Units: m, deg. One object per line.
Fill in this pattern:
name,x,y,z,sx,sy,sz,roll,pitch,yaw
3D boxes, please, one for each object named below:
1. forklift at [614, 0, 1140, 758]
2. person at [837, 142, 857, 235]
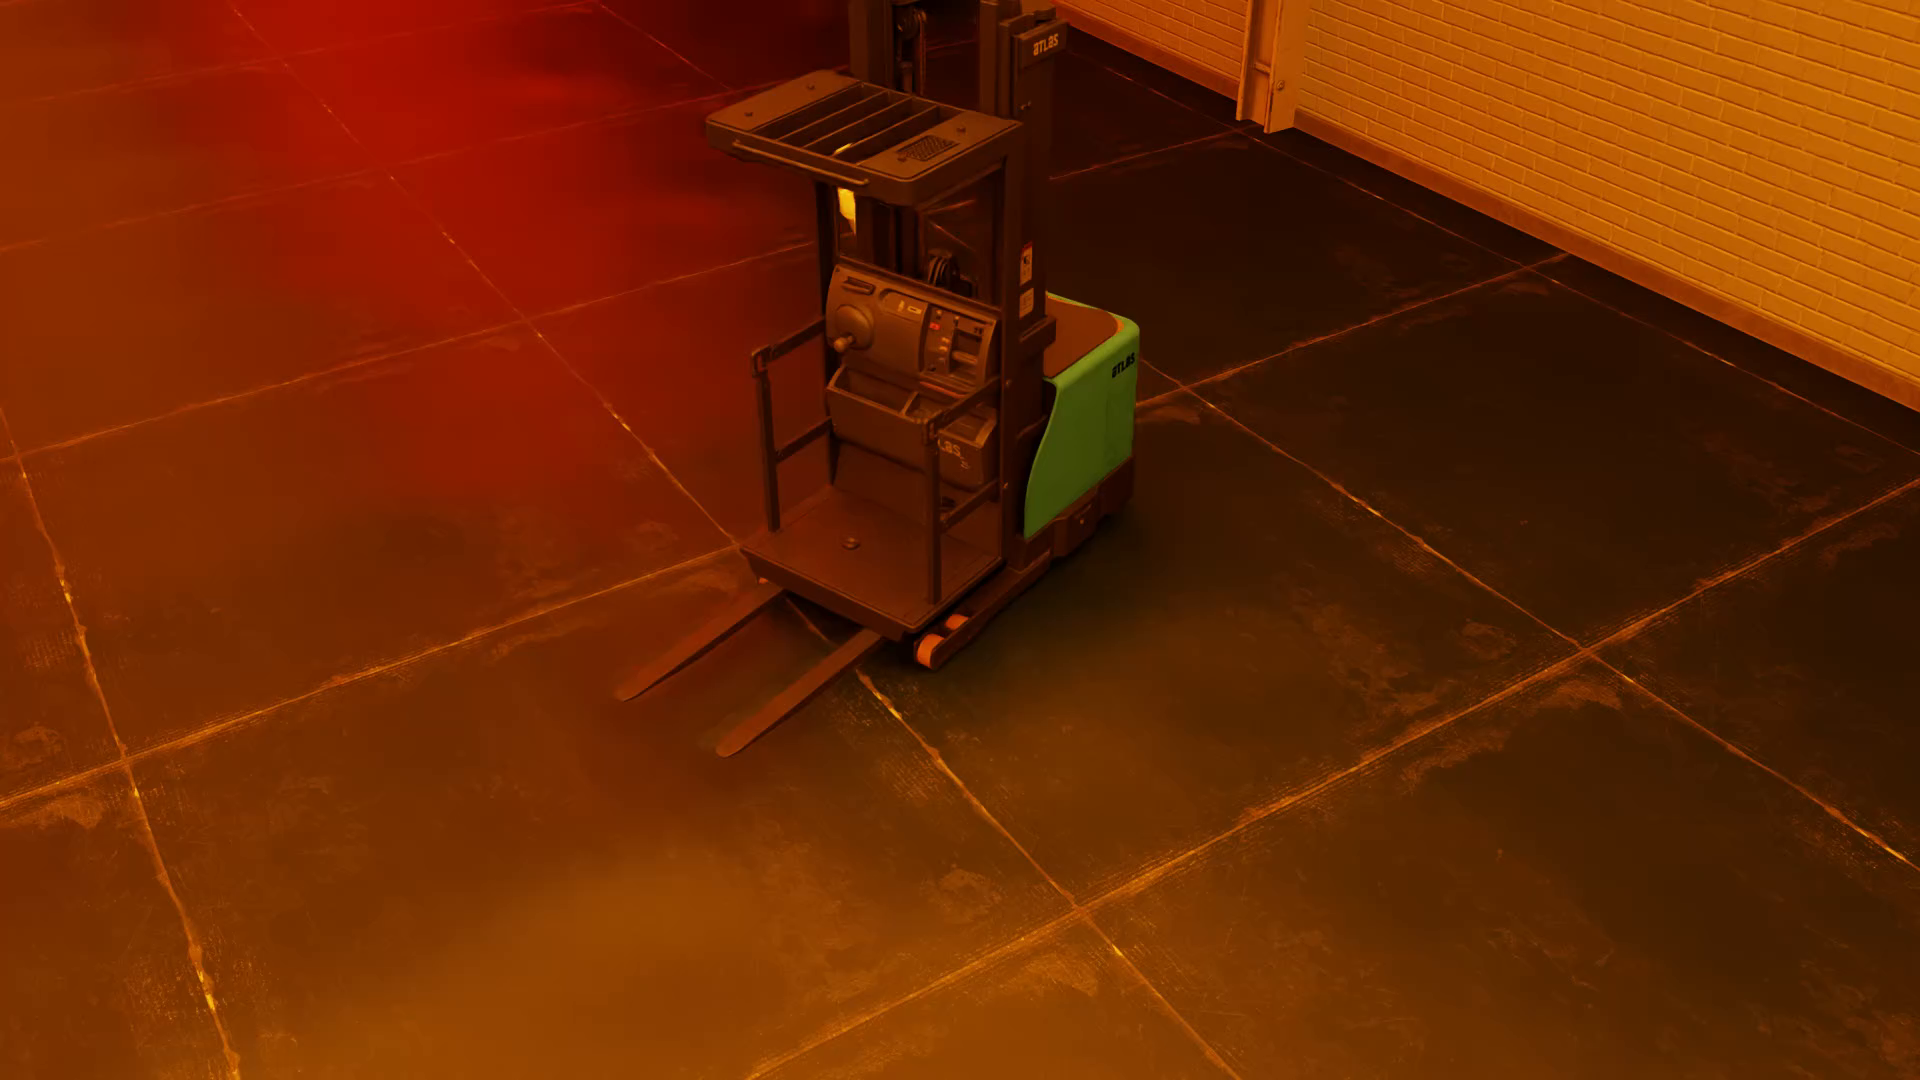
forklift,-0.357,-0.911,7.444,1.130,2.935,3.031,23,41,29
person,-0.522,-2.041,10.064,0.467,1.769,0.580,-9,36,-13
